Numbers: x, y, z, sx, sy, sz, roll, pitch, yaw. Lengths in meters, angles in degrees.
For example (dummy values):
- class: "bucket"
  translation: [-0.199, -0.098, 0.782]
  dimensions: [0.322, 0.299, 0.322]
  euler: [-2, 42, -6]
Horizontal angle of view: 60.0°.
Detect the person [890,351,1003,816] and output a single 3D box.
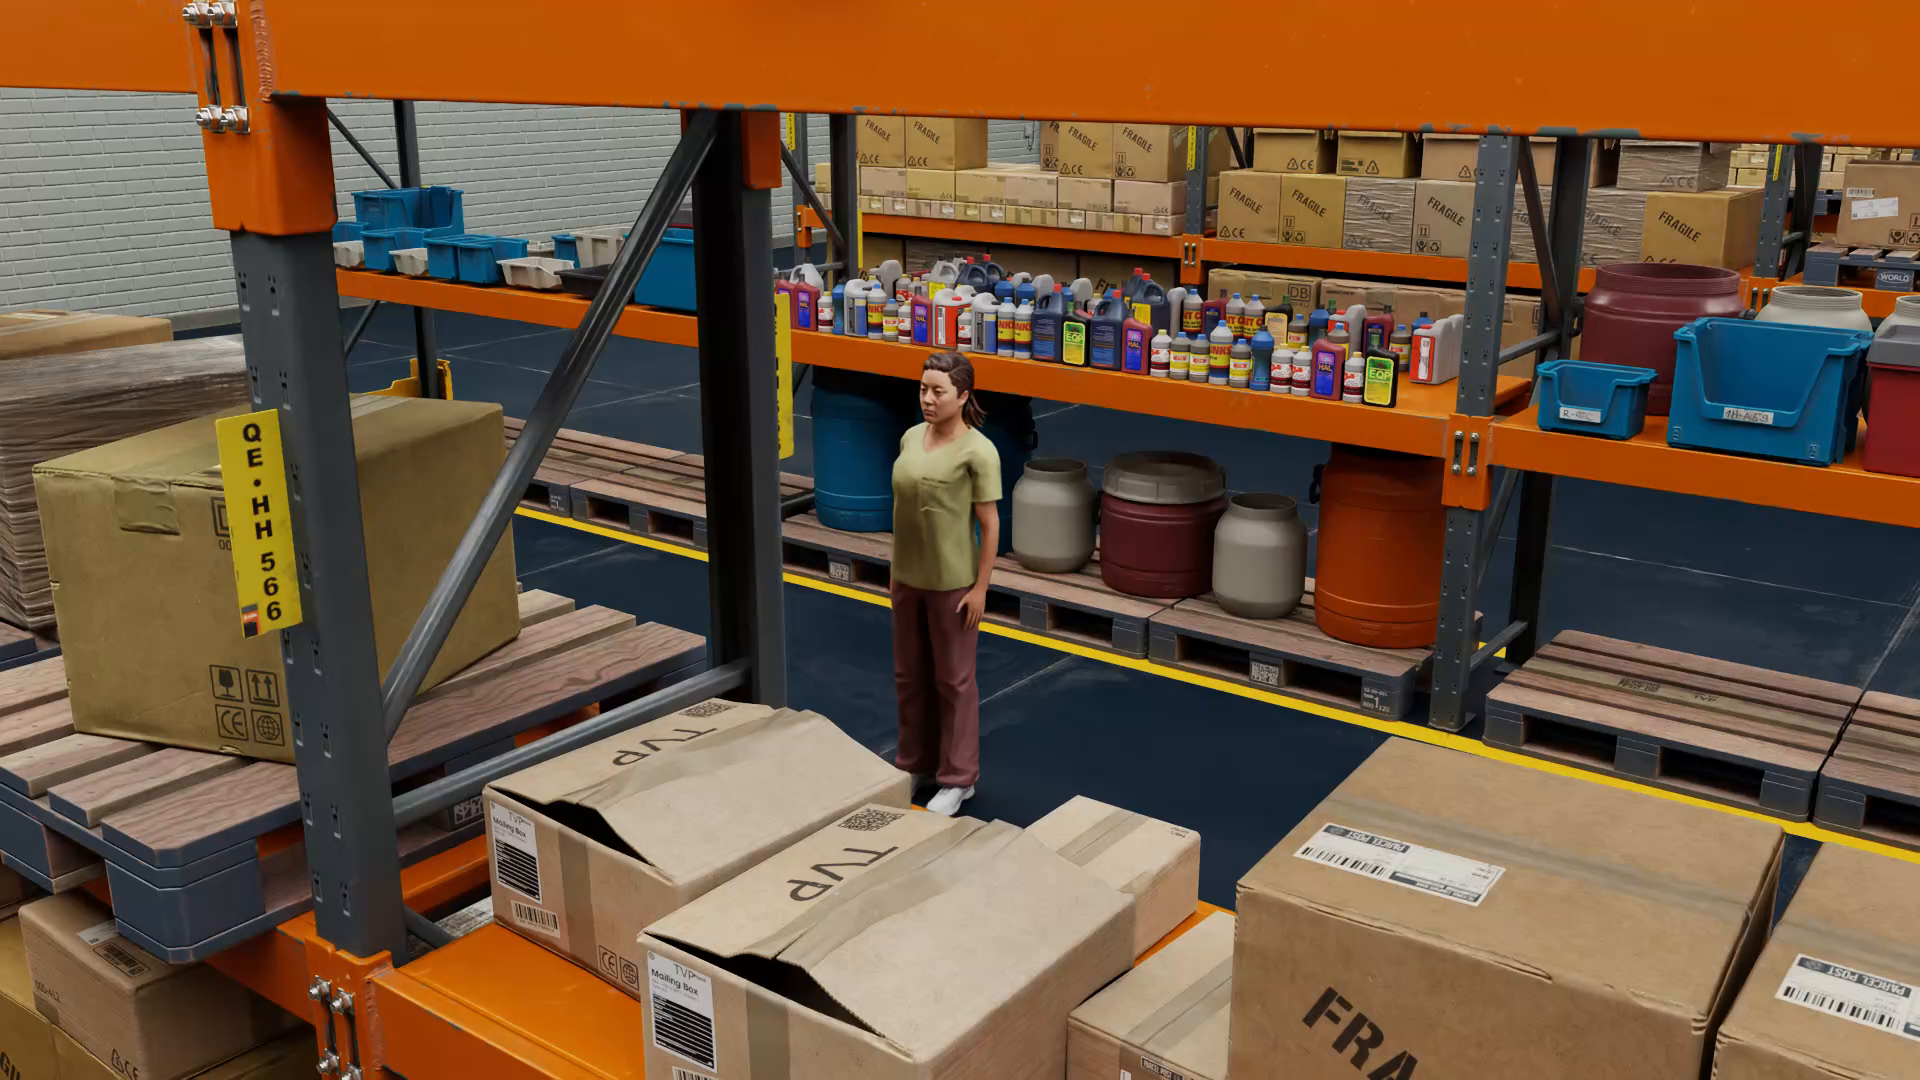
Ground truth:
- class: "person"
  translation: [-0.070, 0.165, 5.981]
  dimensions: [0.454, 1.691, 0.392]
  euler: [13, 21, 36]
